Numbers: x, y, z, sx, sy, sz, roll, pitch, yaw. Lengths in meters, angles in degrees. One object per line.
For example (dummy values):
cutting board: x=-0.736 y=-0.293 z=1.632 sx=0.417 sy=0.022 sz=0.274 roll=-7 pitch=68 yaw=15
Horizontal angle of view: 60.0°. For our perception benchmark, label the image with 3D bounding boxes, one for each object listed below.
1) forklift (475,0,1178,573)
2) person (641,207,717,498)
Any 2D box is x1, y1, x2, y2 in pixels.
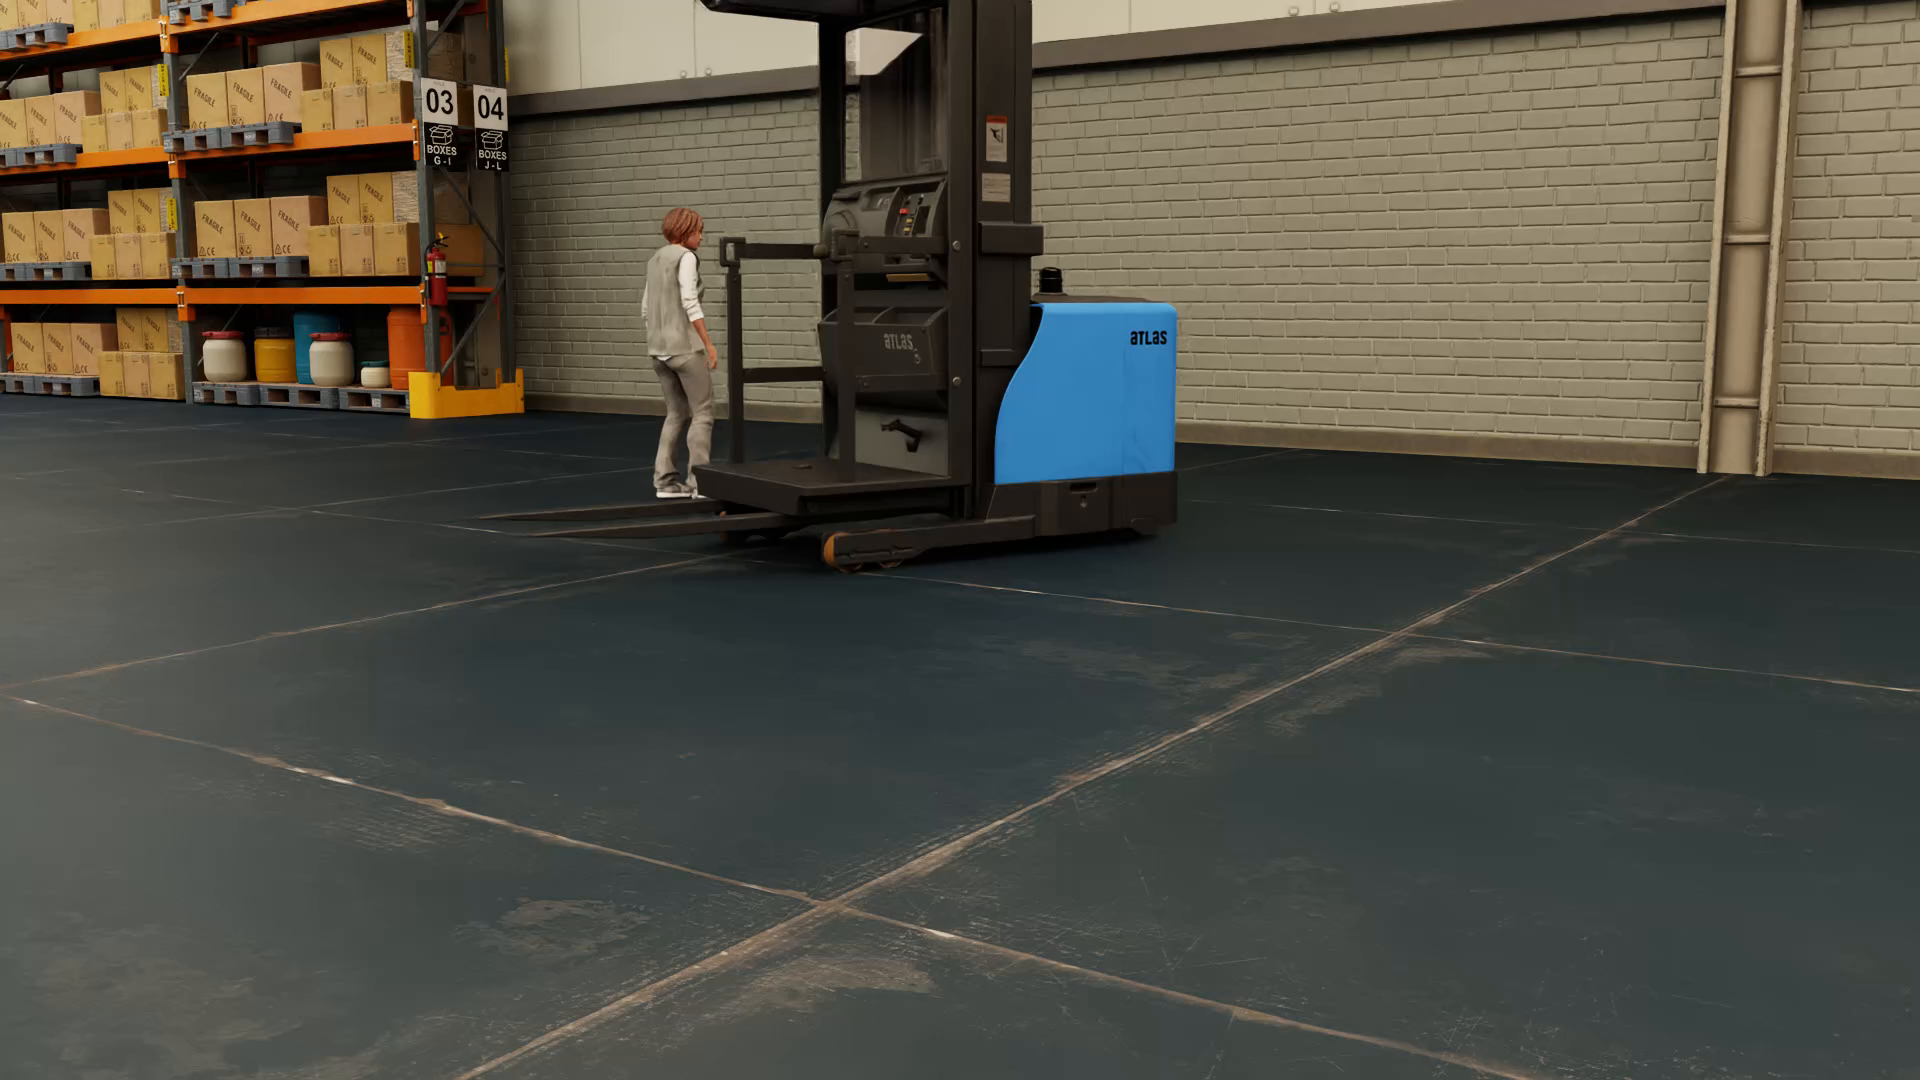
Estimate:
forklift: x=-0.507 y=-1.403 z=7.061 sx=3.031 sy=2.935 sz=1.130 roll=-5 pitch=10 yaw=-33
person: x=-1.500 y=-1.012 z=9.097 sx=0.397 sy=1.587 sz=0.560 roll=-8 pitch=11 yaw=-44
